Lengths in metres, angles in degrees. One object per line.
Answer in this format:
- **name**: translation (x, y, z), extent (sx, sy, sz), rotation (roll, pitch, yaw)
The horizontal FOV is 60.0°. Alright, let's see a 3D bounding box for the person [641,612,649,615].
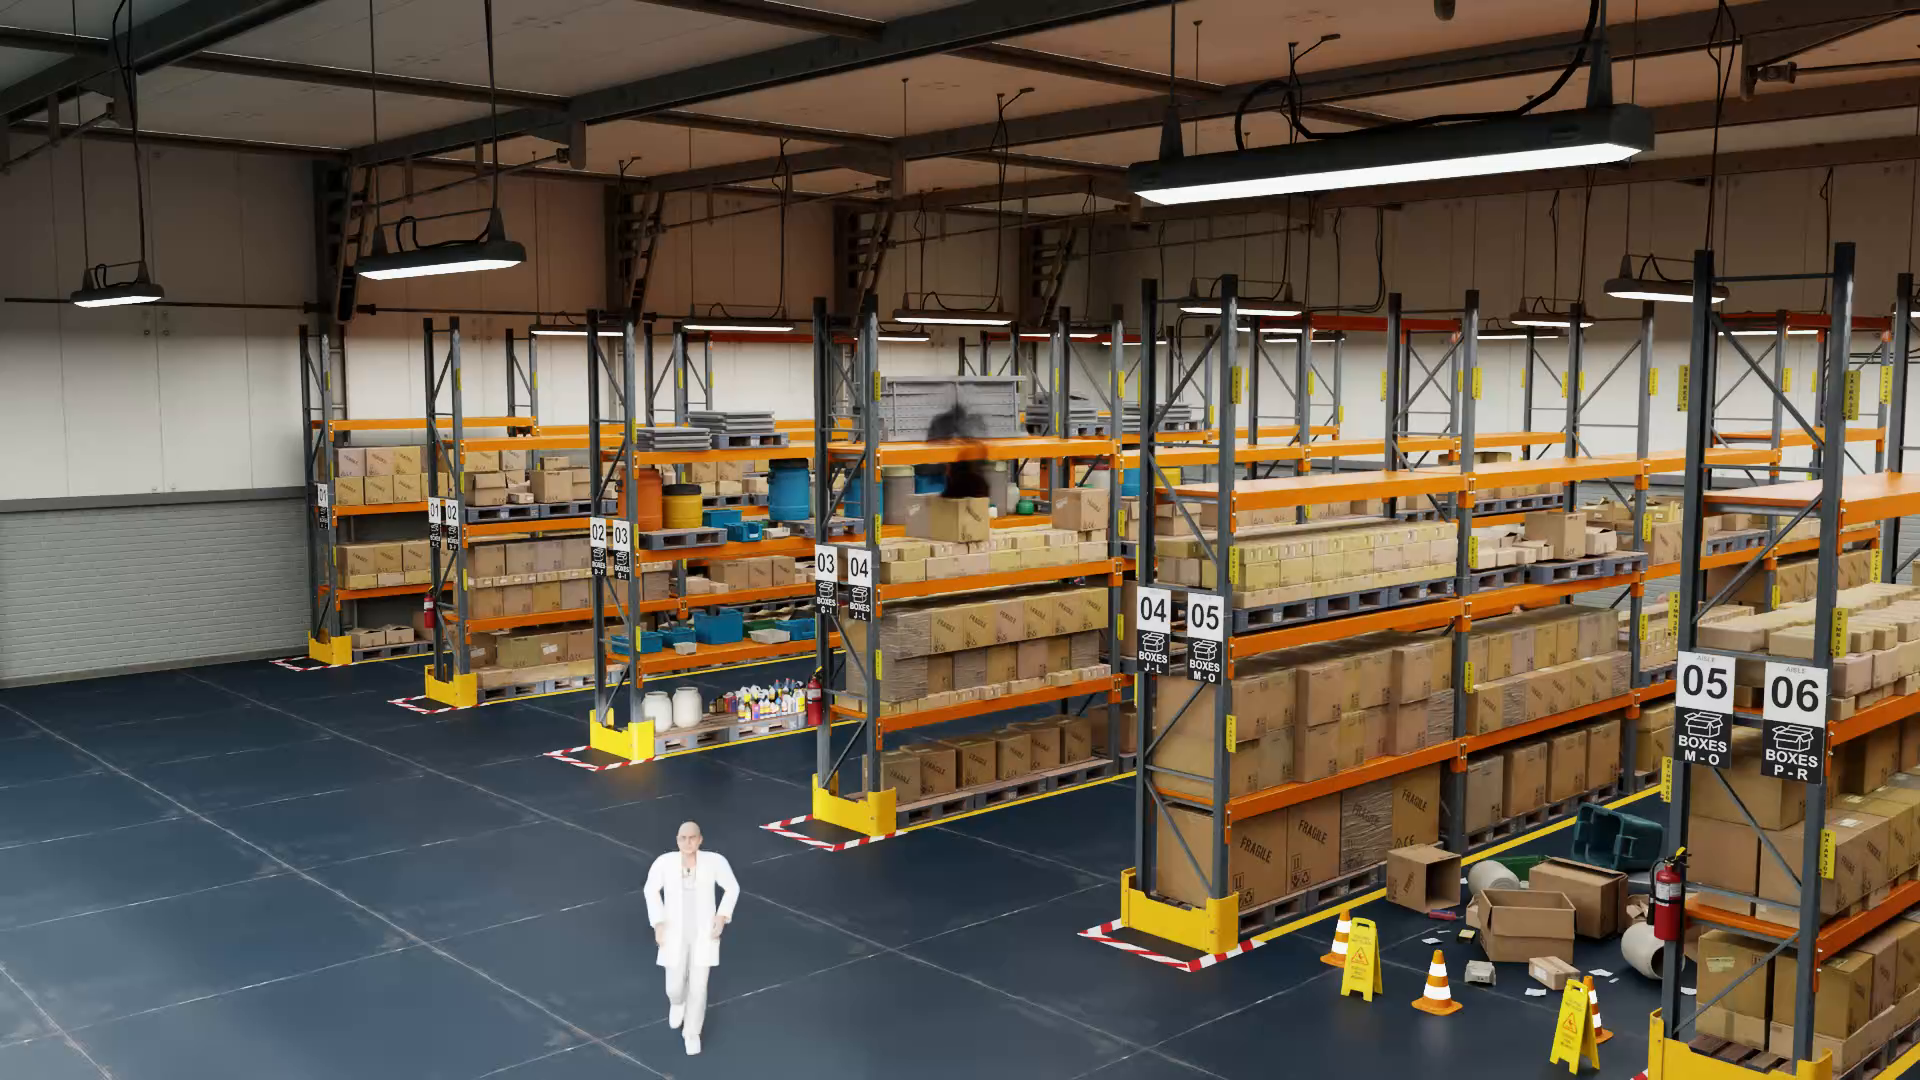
- **person**: translation (-5.752, 1.237, 30.379), extent (0.630, 1.732, 0.716), rotation (-5, 8, -40)

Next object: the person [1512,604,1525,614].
- **person**: translation (8.575, 1.759, 25.697), extent (0.671, 1.615, 0.618), rotation (-5, 8, -42)

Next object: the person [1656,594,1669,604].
- **person**: translation (10.973, 1.700, 25.881), extent (0.865, 1.726, 0.666), rotation (-4, 7, -36)

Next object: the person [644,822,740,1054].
- **person**: translation (-2.057, 3.014, 12.799), extent (0.731, 1.750, 0.636), rotation (-1, 6, -7)
